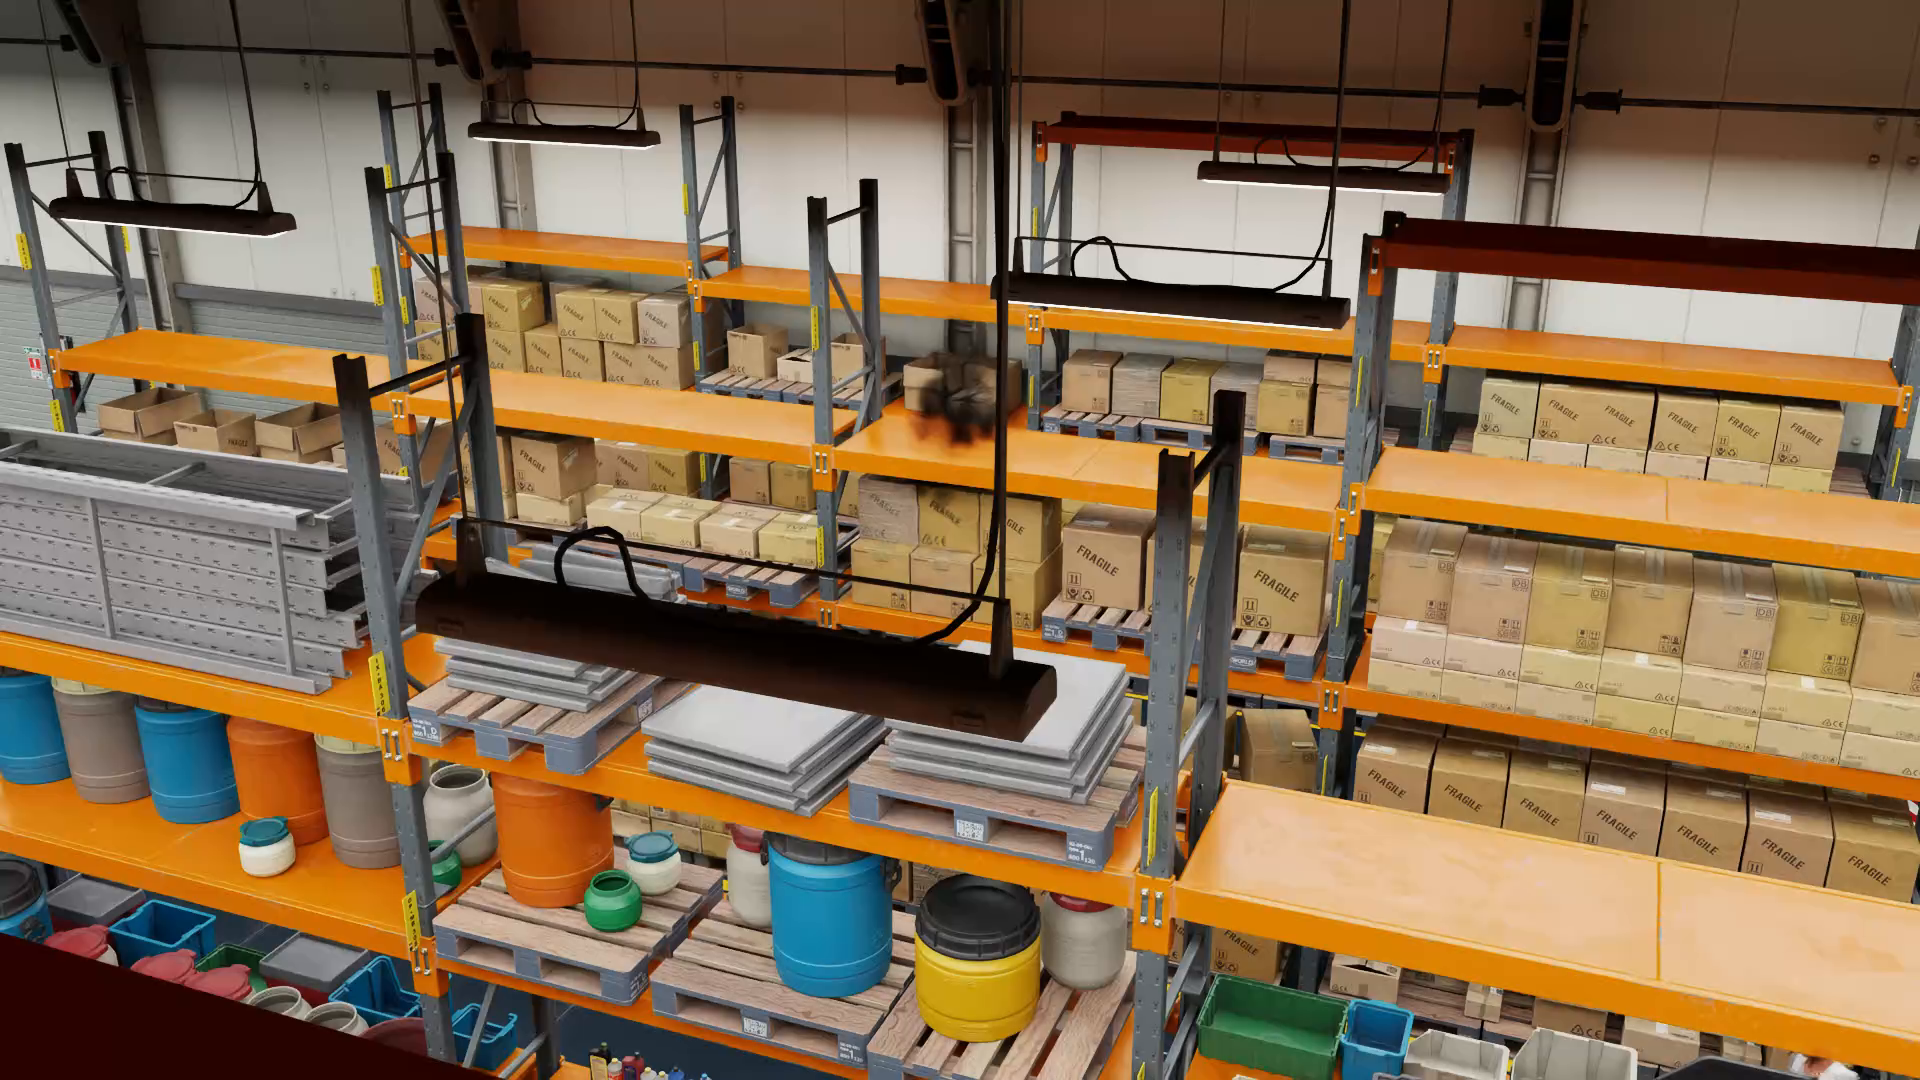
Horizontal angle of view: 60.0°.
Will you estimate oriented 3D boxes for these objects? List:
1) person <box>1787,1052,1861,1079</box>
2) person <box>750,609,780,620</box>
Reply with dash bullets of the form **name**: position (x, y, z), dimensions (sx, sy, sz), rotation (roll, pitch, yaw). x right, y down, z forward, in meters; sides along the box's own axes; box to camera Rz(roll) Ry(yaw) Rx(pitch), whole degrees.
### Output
- **person**: position (5.223, 3.714, 10.172), dimensions (0.675, 1.730, 0.738), rotation (0, 21, -1)
- **person**: position (-1.900, 1.041, 16.537), dimensions (0.673, 1.766, 0.559), rotation (7, 22, 19)
